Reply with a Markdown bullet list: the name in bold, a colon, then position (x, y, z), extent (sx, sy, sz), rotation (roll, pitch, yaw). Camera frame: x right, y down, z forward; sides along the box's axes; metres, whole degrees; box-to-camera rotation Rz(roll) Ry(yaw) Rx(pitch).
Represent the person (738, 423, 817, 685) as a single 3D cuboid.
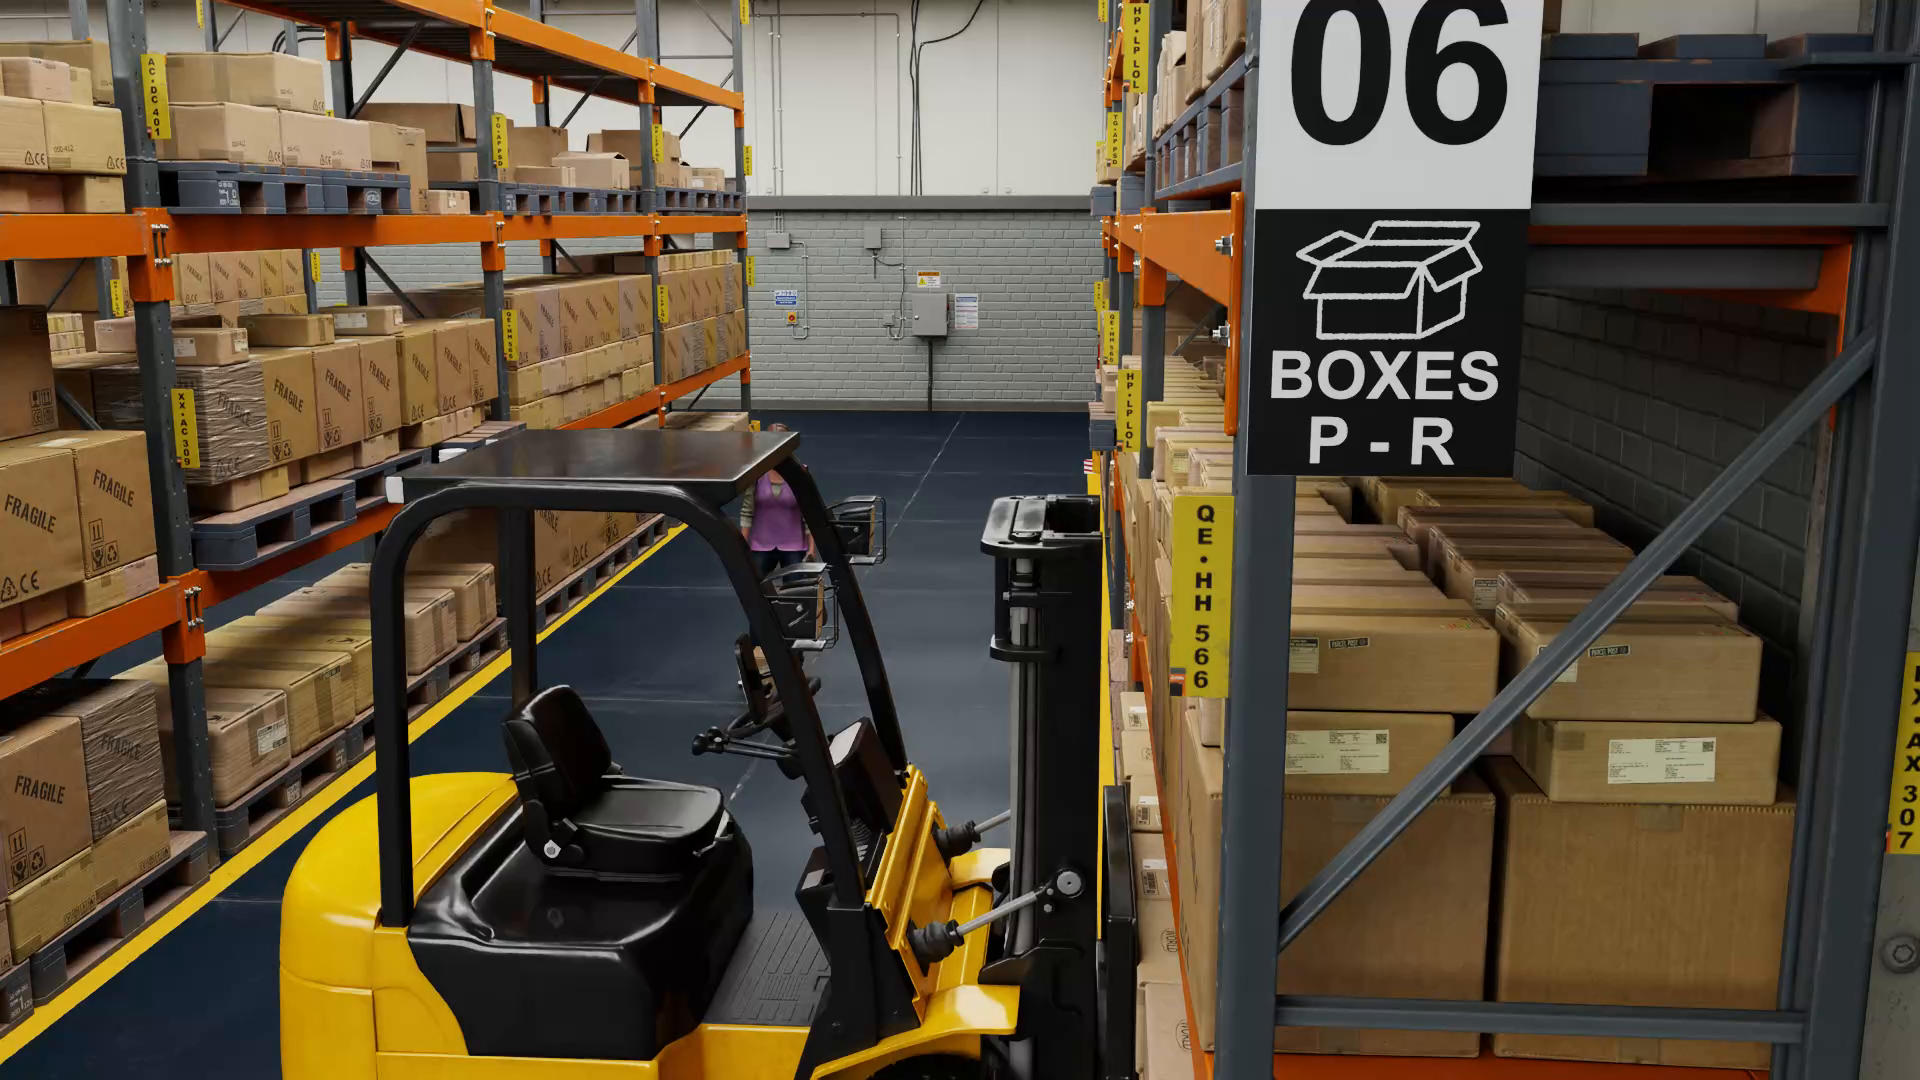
- **person**: position (-1.100, 0.083, 10.029), extent (0.485, 1.594, 0.341), rotation (0, 11, 1)
